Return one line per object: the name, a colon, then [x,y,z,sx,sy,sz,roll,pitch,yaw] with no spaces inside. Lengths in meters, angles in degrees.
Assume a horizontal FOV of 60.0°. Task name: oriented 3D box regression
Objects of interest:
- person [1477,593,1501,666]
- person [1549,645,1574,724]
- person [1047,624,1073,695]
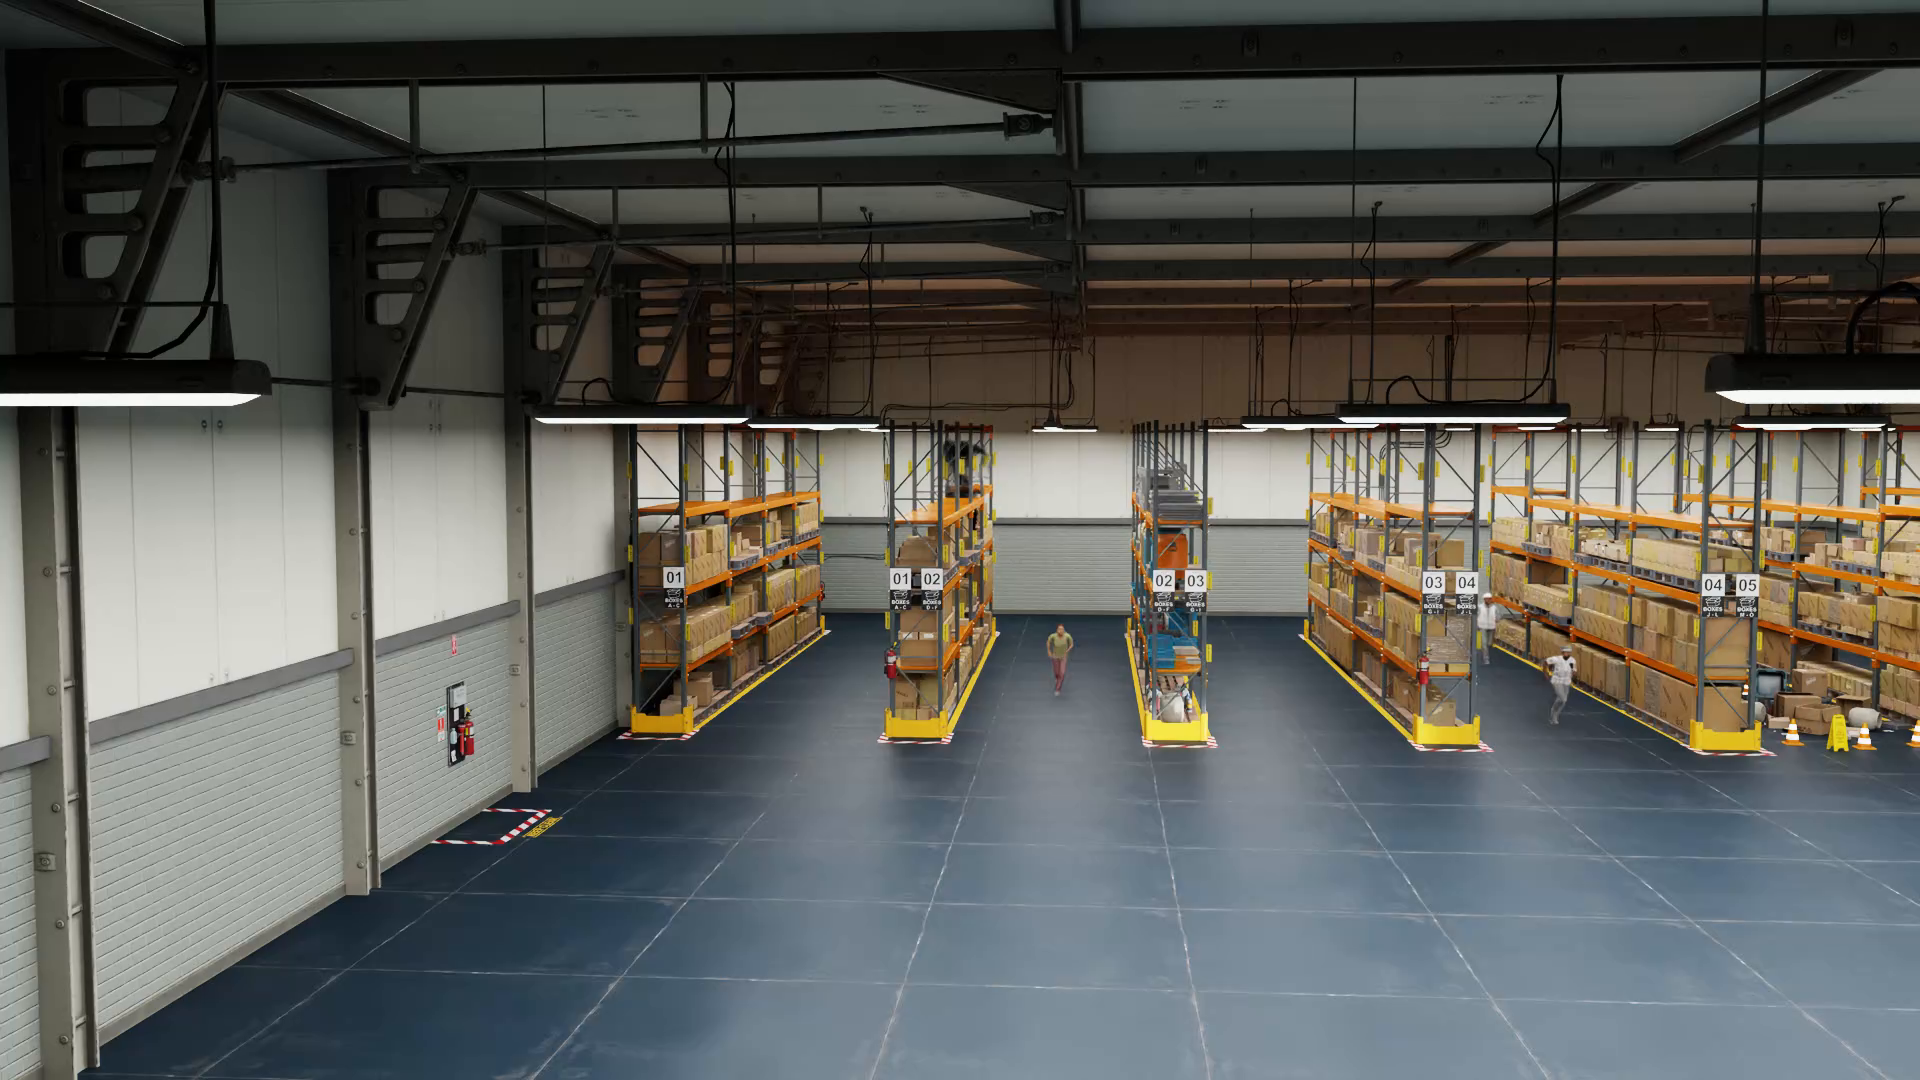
person: [13.191,2.210,41.626,0.660,1.778,0.931,0,4,7]
person: [11.853,2.843,32.757,0.401,1.597,0.664,-1,4,-11]
person: [2.206,2.621,36.736,0.573,1.602,0.705,0,4,-3]
